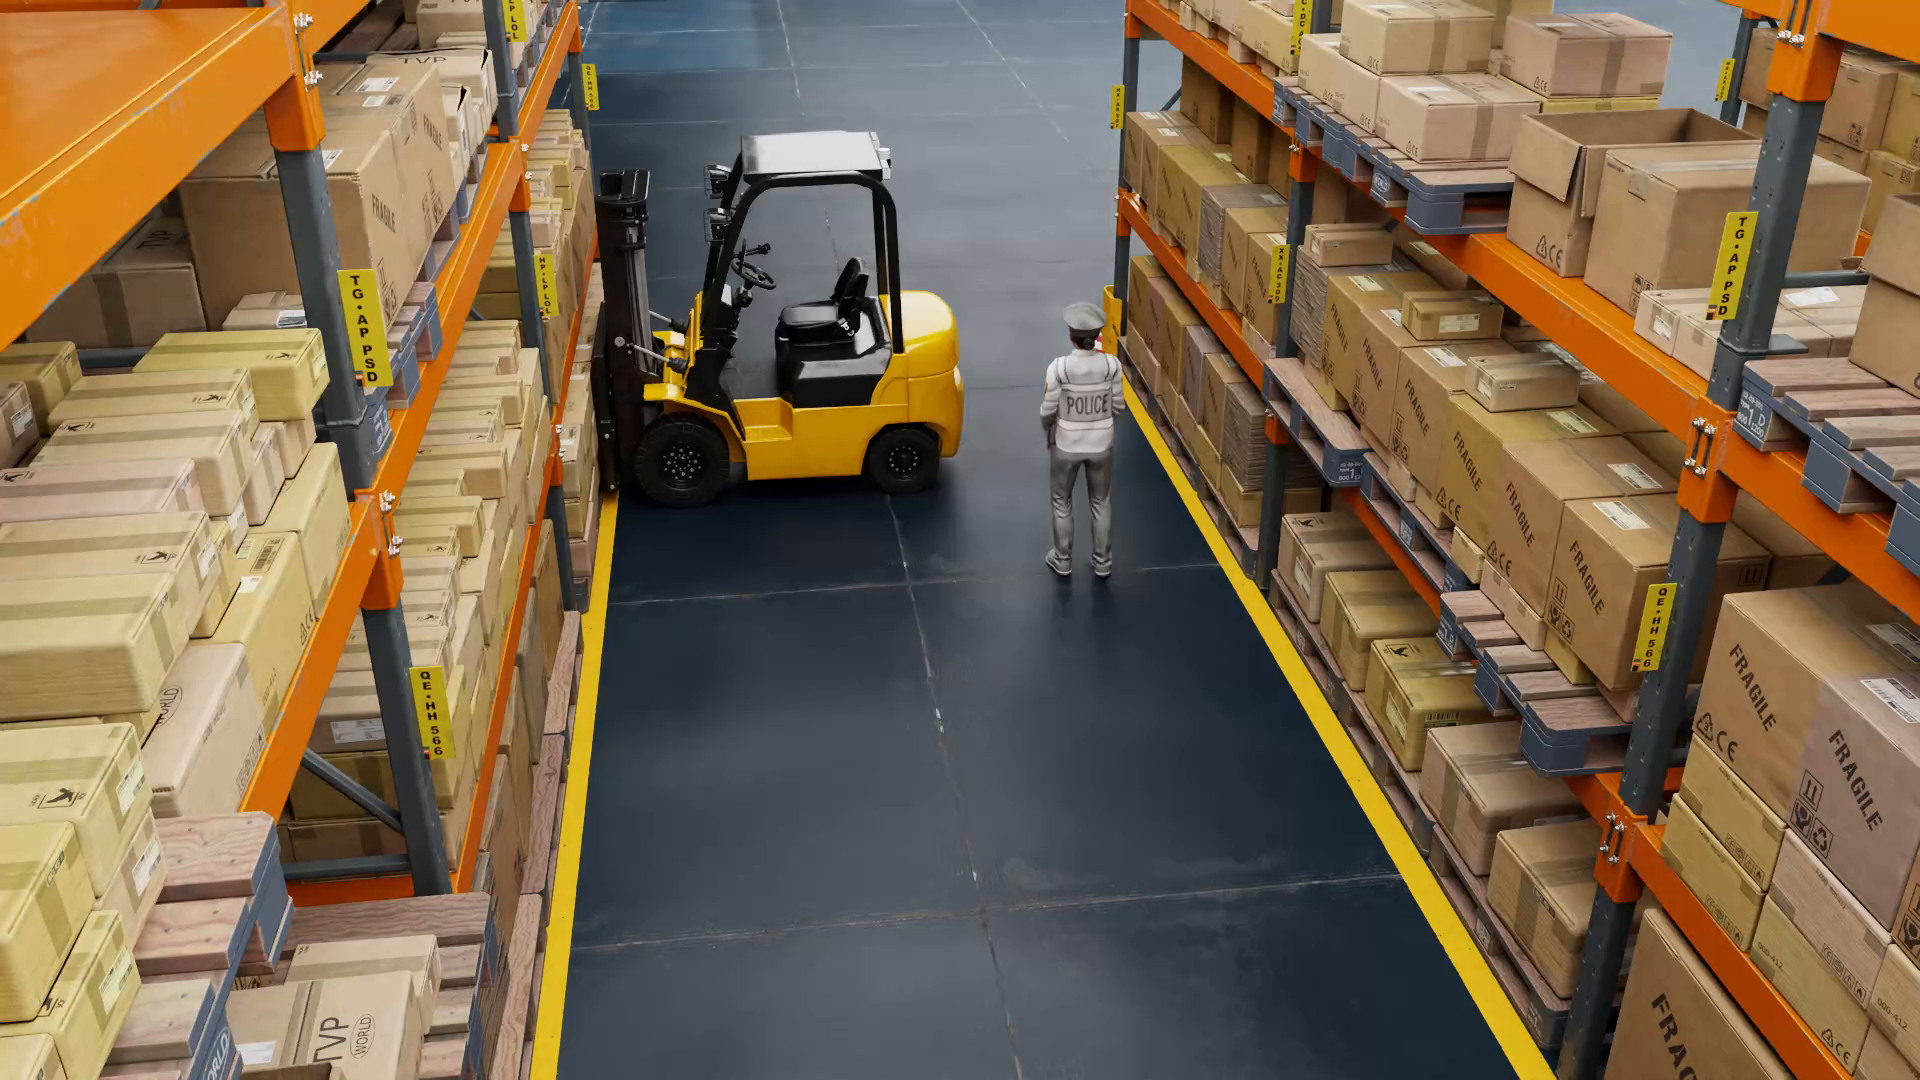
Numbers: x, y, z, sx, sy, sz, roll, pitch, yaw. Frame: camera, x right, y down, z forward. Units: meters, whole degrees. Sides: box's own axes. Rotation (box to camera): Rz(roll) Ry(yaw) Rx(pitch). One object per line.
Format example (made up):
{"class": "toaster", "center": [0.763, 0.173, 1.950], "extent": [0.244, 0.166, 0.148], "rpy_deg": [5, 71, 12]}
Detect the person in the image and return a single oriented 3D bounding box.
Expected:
{"class": "person", "center": [0.696, -0.570, 9.693], "extent": [0.498, 1.686, 0.425], "rpy_deg": [-4, 28, -8]}
